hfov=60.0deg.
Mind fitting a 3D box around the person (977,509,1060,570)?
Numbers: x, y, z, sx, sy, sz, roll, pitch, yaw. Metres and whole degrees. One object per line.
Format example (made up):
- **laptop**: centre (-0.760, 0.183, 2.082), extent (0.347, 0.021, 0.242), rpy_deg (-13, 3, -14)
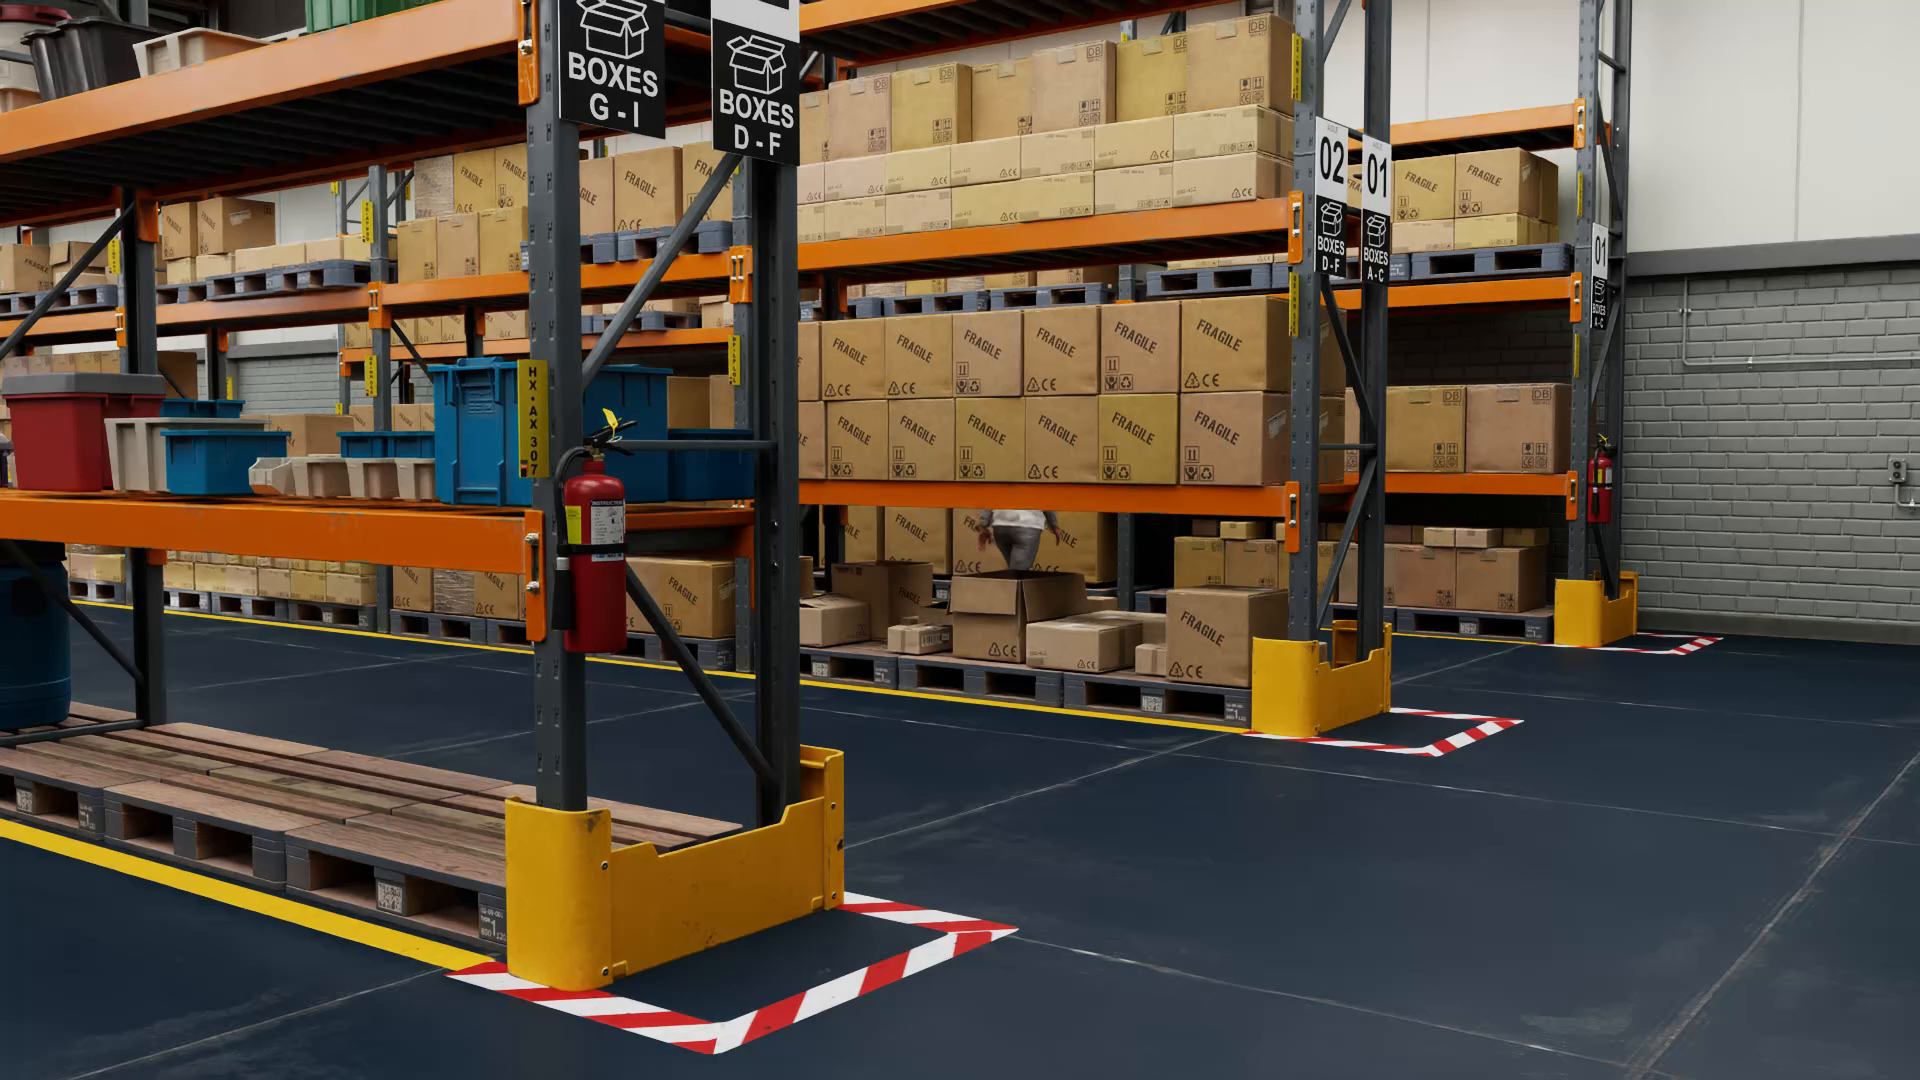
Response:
- **person**: centre (0.500, -0.100, 13.141), extent (0.568, 1.724, 1.040), rpy_deg (2, 4, 37)
